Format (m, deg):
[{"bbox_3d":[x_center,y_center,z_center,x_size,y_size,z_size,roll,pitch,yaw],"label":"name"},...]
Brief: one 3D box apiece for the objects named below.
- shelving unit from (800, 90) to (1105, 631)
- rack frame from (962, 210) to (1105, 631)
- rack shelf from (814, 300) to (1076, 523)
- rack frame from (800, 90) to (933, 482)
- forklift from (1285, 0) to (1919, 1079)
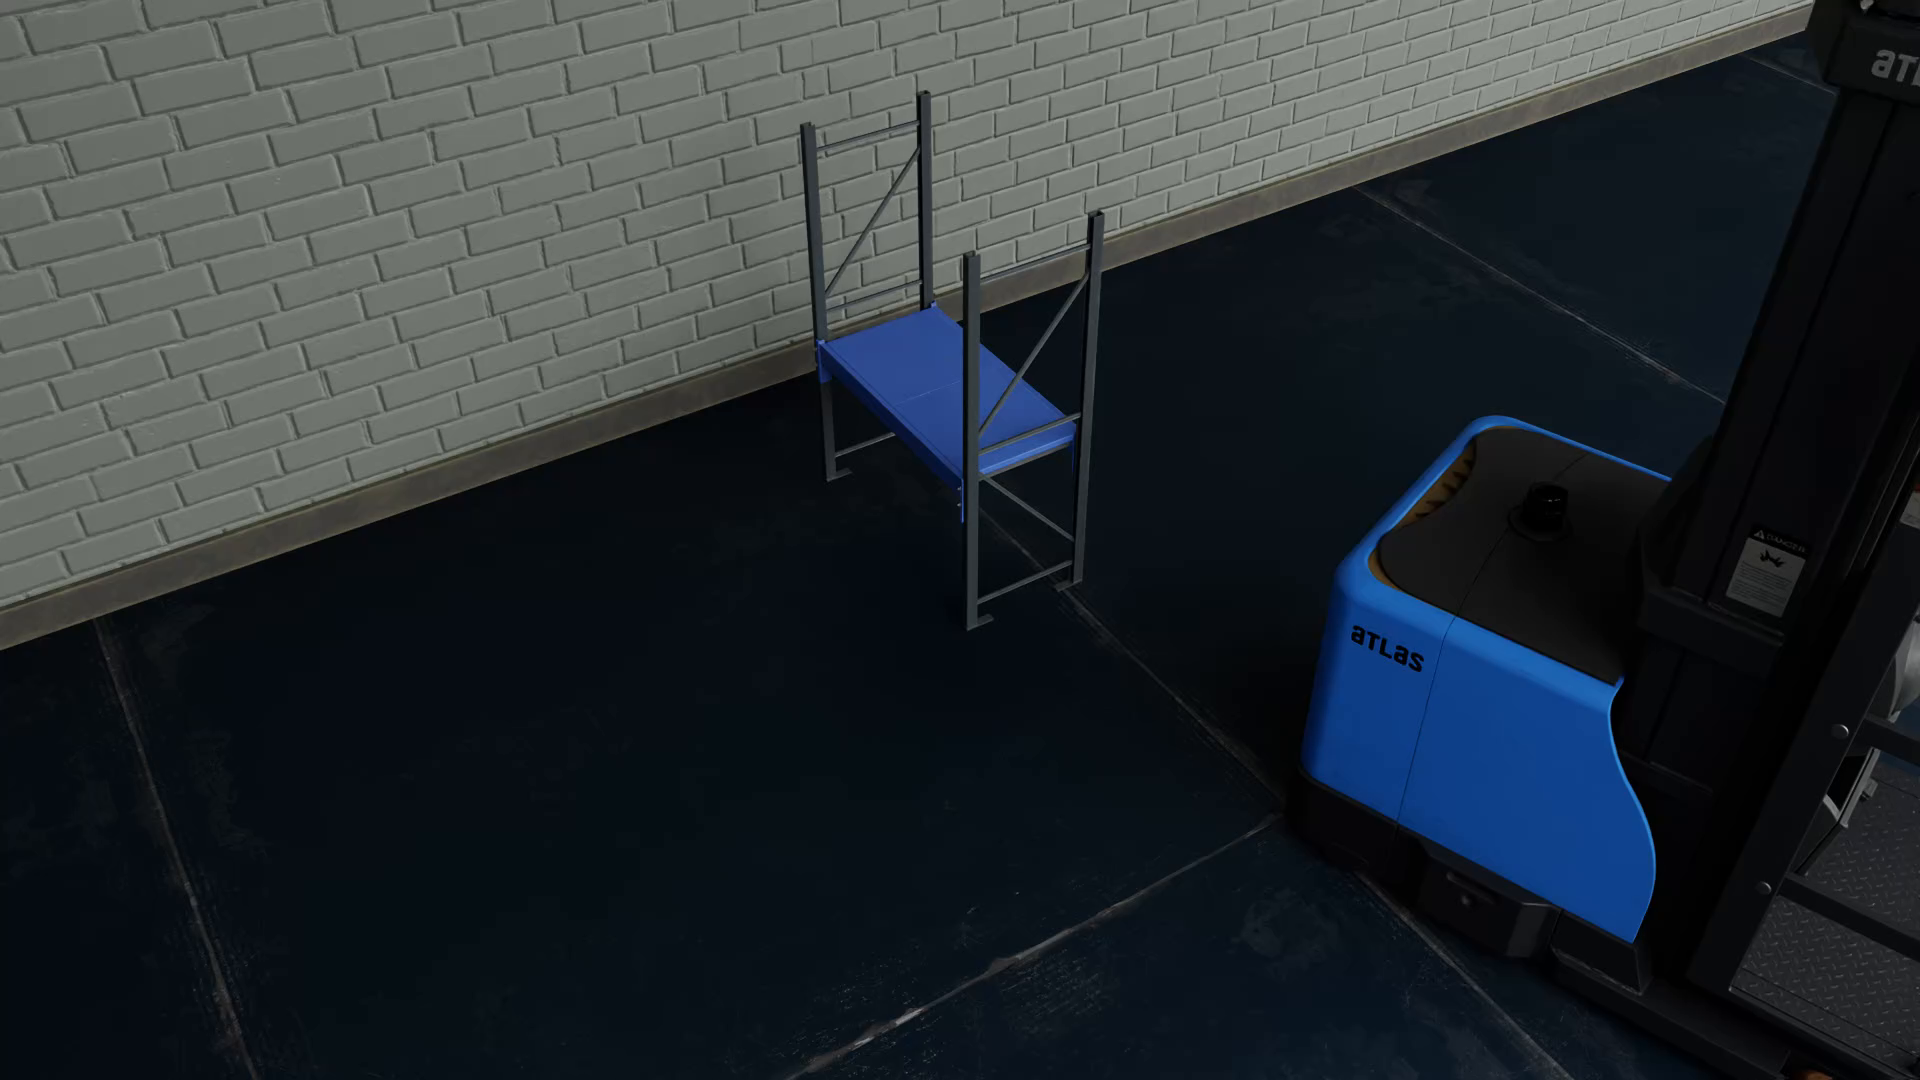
[{"bbox_3d":[-0.046,-0.622,5.825,0.538,1.500,1.048,-22,45,-24],"label":"shelving unit"},{"bbox_3d":[0.227,-0.348,5.496,0.500,1.500,0.032,-22,45,-24],"label":"rack frame"},{"bbox_3d":[-0.046,-0.484,5.940,0.538,0.185,1.000,-22,45,-24],"label":"rack shelf"},{"bbox_3d":[-0.319,-0.897,6.154,0.500,1.500,0.032,-22,45,-24],"label":"rack frame"},{"bbox_3d":[2.475,0.119,3.818,3.031,2.935,1.130,27,47,28],"label":"forklift"}]
